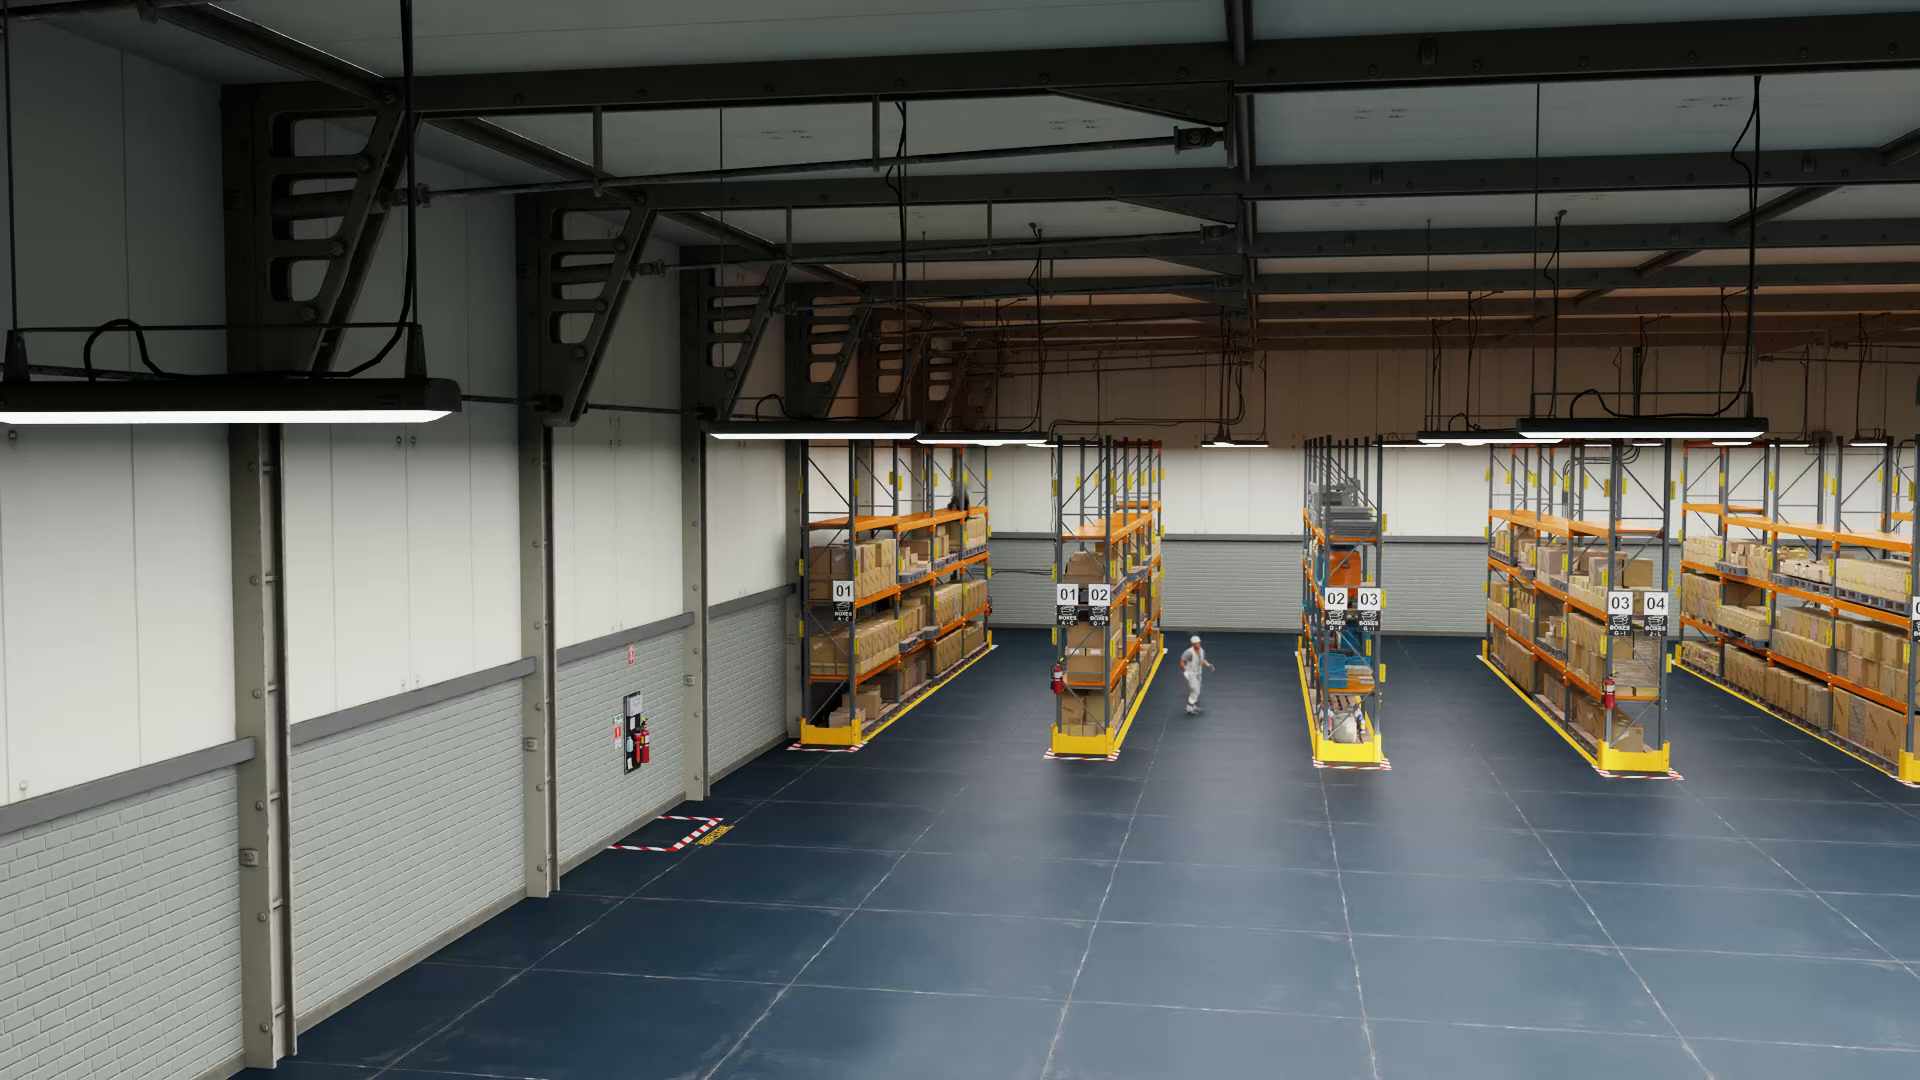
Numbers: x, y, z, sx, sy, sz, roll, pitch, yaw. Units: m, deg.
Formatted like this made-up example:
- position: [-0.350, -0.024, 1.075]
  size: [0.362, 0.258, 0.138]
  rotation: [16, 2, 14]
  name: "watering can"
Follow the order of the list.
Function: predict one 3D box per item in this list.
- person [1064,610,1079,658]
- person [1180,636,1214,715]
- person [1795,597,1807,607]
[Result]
- position: [3.123, 2.358, 45.972]
  size: [0.658, 1.784, 0.705]
  rotation: [1, 3, 19]
  name: "person"
- position: [5.127, 2.929, 36.125]
  size: [0.700, 1.718, 0.779]
  rotation: [-3, 4, -43]
  name: "person"
- position: [22.927, 2.383, 45.458]
  size: [0.761, 1.791, 0.678]
  rotation: [0, 3, 1]
  name: "person"
